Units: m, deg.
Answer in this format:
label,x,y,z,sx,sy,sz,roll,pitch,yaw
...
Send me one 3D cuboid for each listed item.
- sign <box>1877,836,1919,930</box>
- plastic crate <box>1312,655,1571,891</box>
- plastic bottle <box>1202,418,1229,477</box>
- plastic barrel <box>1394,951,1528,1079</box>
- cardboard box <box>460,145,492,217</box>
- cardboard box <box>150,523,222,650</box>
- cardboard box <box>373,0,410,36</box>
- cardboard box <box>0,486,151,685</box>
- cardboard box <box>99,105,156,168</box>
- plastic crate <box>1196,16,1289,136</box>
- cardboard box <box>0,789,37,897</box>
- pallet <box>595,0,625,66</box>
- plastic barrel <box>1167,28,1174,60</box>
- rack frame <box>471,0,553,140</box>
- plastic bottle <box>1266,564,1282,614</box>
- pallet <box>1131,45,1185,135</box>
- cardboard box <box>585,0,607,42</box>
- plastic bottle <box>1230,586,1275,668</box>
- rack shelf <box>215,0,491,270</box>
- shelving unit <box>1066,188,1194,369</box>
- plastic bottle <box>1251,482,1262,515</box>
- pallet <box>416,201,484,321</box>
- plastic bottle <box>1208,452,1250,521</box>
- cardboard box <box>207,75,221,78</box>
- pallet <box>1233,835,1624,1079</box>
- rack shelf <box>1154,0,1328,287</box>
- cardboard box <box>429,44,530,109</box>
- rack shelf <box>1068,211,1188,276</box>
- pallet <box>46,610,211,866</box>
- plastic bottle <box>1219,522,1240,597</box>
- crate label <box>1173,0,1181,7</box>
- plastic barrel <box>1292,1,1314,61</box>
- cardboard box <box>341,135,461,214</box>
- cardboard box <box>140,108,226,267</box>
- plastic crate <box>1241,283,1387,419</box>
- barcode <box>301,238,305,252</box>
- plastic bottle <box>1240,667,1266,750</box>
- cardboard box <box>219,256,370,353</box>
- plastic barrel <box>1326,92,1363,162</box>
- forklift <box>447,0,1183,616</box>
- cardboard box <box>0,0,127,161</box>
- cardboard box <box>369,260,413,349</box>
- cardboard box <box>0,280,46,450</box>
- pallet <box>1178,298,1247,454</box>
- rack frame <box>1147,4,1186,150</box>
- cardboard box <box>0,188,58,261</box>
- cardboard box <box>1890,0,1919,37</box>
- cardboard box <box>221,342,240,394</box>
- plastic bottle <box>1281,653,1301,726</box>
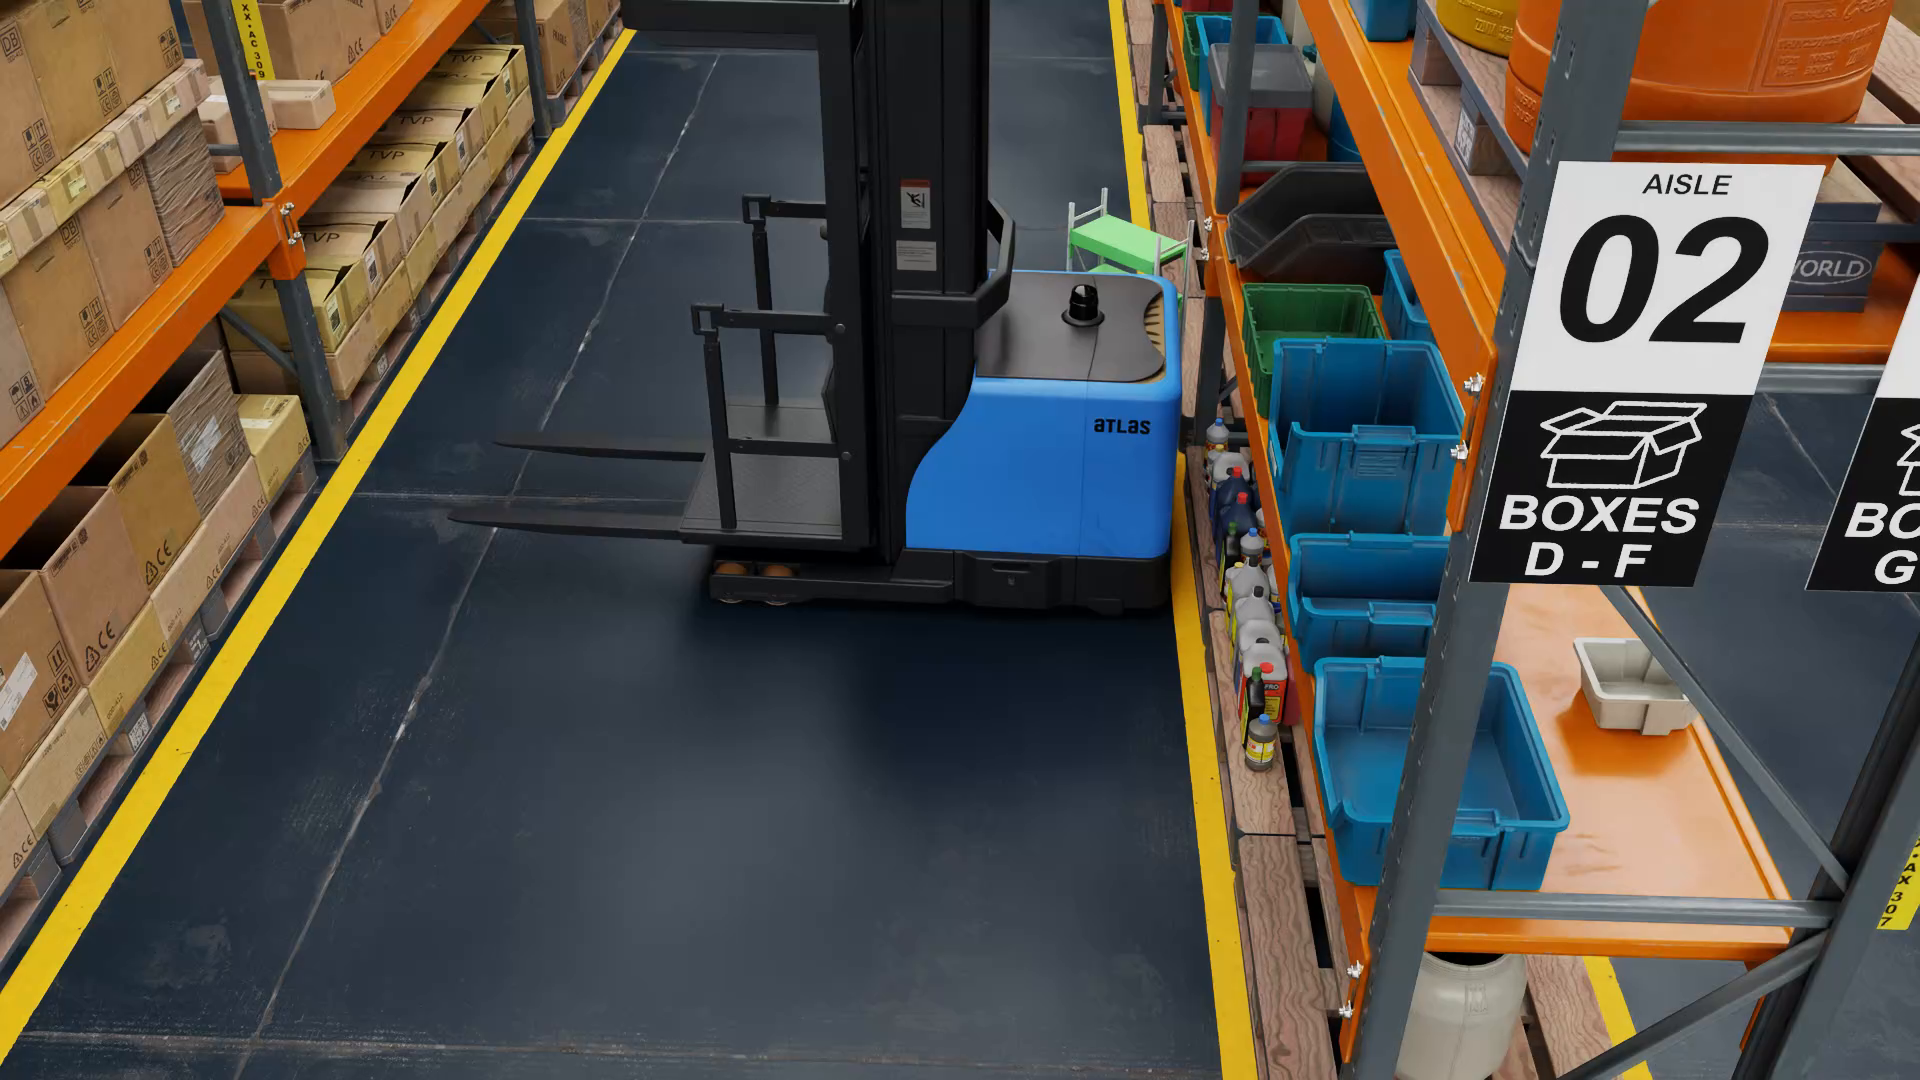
label,x,y,z,sx,sy,sz,roll,pitch,yaw
sign,1.950,0.688,3.422,0.100,0.325,0.005,1,35,2
plastic crate,1.122,0.552,3.985,0.499,0.251,0.616,1,35,2
plastic bottle,1.111,-0.403,7.205,0.097,0.271,0.097,0,35,0
plastic barrel,1.351,1.252,4.658,0.421,0.512,0.421,0,35,0
cardboard box,-3.045,-2.081,9.628,0.500,0.250,0.500,2,35,3
cardboard box,-3.223,0.170,6.425,0.500,0.250,0.500,1,35,2
cardboard box,-3.278,-3.004,8.828,0.500,0.500,0.500,0,35,-1
cardboard box,-3.242,0.151,5.801,0.500,0.500,0.500,1,35,2
cardboard box,-3.205,-1.482,6.098,0.380,0.149,0.250,0,35,1
plastic crate,1.295,-2.147,7.710,0.392,0.384,0.575,1,35,2
cardboard box,-3.288,1.032,5.199,0.500,0.250,0.500,1,35,2
pallet,-3.108,-3.913,12.635,1.003,0.211,1.213,1,35,2
plastic barrel,1.658,-3.572,11.523,0.421,0.512,0.421,0,35,0
rack frame,-3.227,-3.927,10.229,1.000,3.000,0.127,1,35,2
plastic bottle,1.239,0.218,6.318,0.152,0.276,0.135,1,35,2
pallet,1.712,-3.124,11.511,1.003,0.211,1.213,1,35,2
cardboard box,-2.883,-3.928,12.022,0.500,0.500,0.500,1,35,1
plastic bottle,1.082,0.305,6.128,0.144,0.351,0.185,3,35,4
rack shelf,-3.307,-2.484,8.801,1.077,0.370,4.000,1,35,2
shelving unit,0.739,-0.925,7.522,0.503,1.200,0.258,30,45,35
plastic bottle,1.258,-0.151,6.778,0.144,0.351,0.185,1,35,2
pallet,-3.351,-1.615,9.364,1.003,0.211,1.213,1,35,2
plastic bottle,1.125,-0.219,6.939,0.152,0.276,0.135,3,35,4
cardboard box,-3.536,-2.083,7.723,0.396,0.266,0.258,1,35,1
pallet,1.395,1.415,5.053,1.003,0.211,1.213,1,35,2
rack shelf,1.642,-2.367,8.635,1.077,0.370,4.000,1,35,2
cardboard box,-3.002,-2.897,10.301,0.500,0.311,0.500,2,35,3
rack shelf,0.739,-1.265,7.283,0.480,0.148,0.258,30,45,35
pallet,-3.508,0.671,6.112,1.003,0.211,1.213,1,35,2
plastic bottle,1.059,0.075,6.514,0.061,0.283,0.133,3,35,4
crate label,1.412,-3.260,9.250,0.502,0.435,0.616,1,35,2
plastic barrel,1.848,-2.534,8.129,0.433,0.535,0.433,0,35,0
cardboard box,-3.062,-2.020,9.054,0.500,0.311,0.500,2,35,3
cardboard box,-3.399,-1.415,6.567,0.700,0.500,0.500,0,35,1
plastic crate,1.225,-0.652,5.754,0.450,0.188,0.662,1,35,2
barcode,-2.962,-1.316,7.470,0.001,0.075,0.075,1,35,2
plastic bottle,1.023,0.584,5.790,0.061,0.283,0.133,2,35,3
cardboard box,-3.122,-1.137,7.797,0.500,0.311,0.500,1,35,2
plastic barrel,1.880,-1.932,6.955,0.600,0.901,0.708,1,35,2
forklift,-0.625,-1.229,6.450,3.031,2.935,1.130,3,35,4
cardboard box,-3.418,-1.655,5.781,0.700,0.500,0.500,1,35,2
cardboard box,-3.102,-1.195,8.368,0.500,0.250,0.500,2,35,3
cardboard box,-3.457,-0.529,5.307,0.700,0.500,0.500,2,35,3
pallet,1.554,-0.824,8.238,1.003,0.211,1.213,1,35,2
rack frame,1.722,-3.811,10.063,1.000,3.000,0.127,1,35,2
cardboard box,-3.237,-1.045,5.477,0.380,0.149,0.250,2,35,3
cardboard box,6.720,-3.395,10.954,1.225,0.875,0.875,0,35,0
cardboard box,-3.661,-0.921,7.978,0.500,0.250,0.500,1,35,1
plastic bottle,1.180,0.510,5.896,0.061,0.283,0.133,1,35,2
